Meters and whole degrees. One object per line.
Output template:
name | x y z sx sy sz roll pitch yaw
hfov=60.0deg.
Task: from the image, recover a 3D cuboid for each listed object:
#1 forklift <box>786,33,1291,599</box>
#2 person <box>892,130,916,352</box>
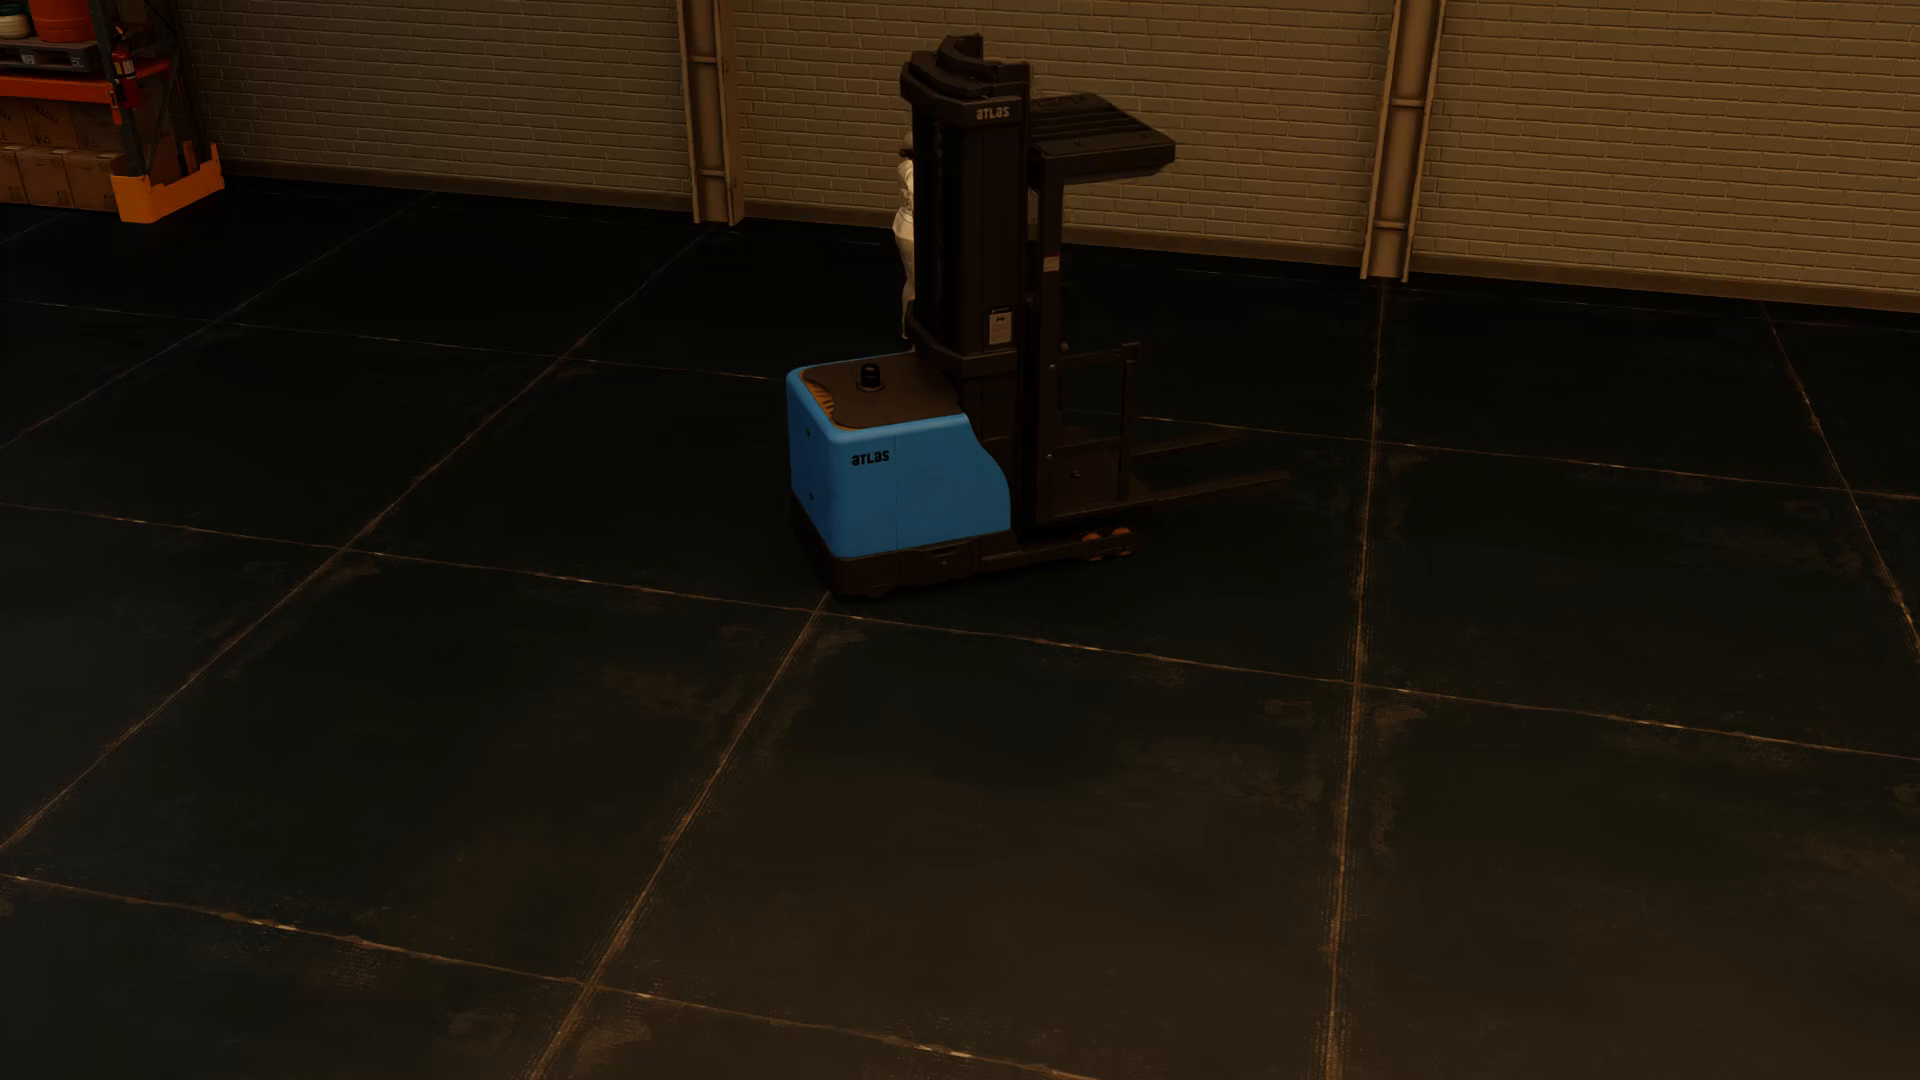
forklift | 0.538 -1.380 9.606 3.031 2.935 1.130 -10 31 -18
person | -0.293 -2.240 12.415 0.395 1.668 0.487 -8 30 -13
